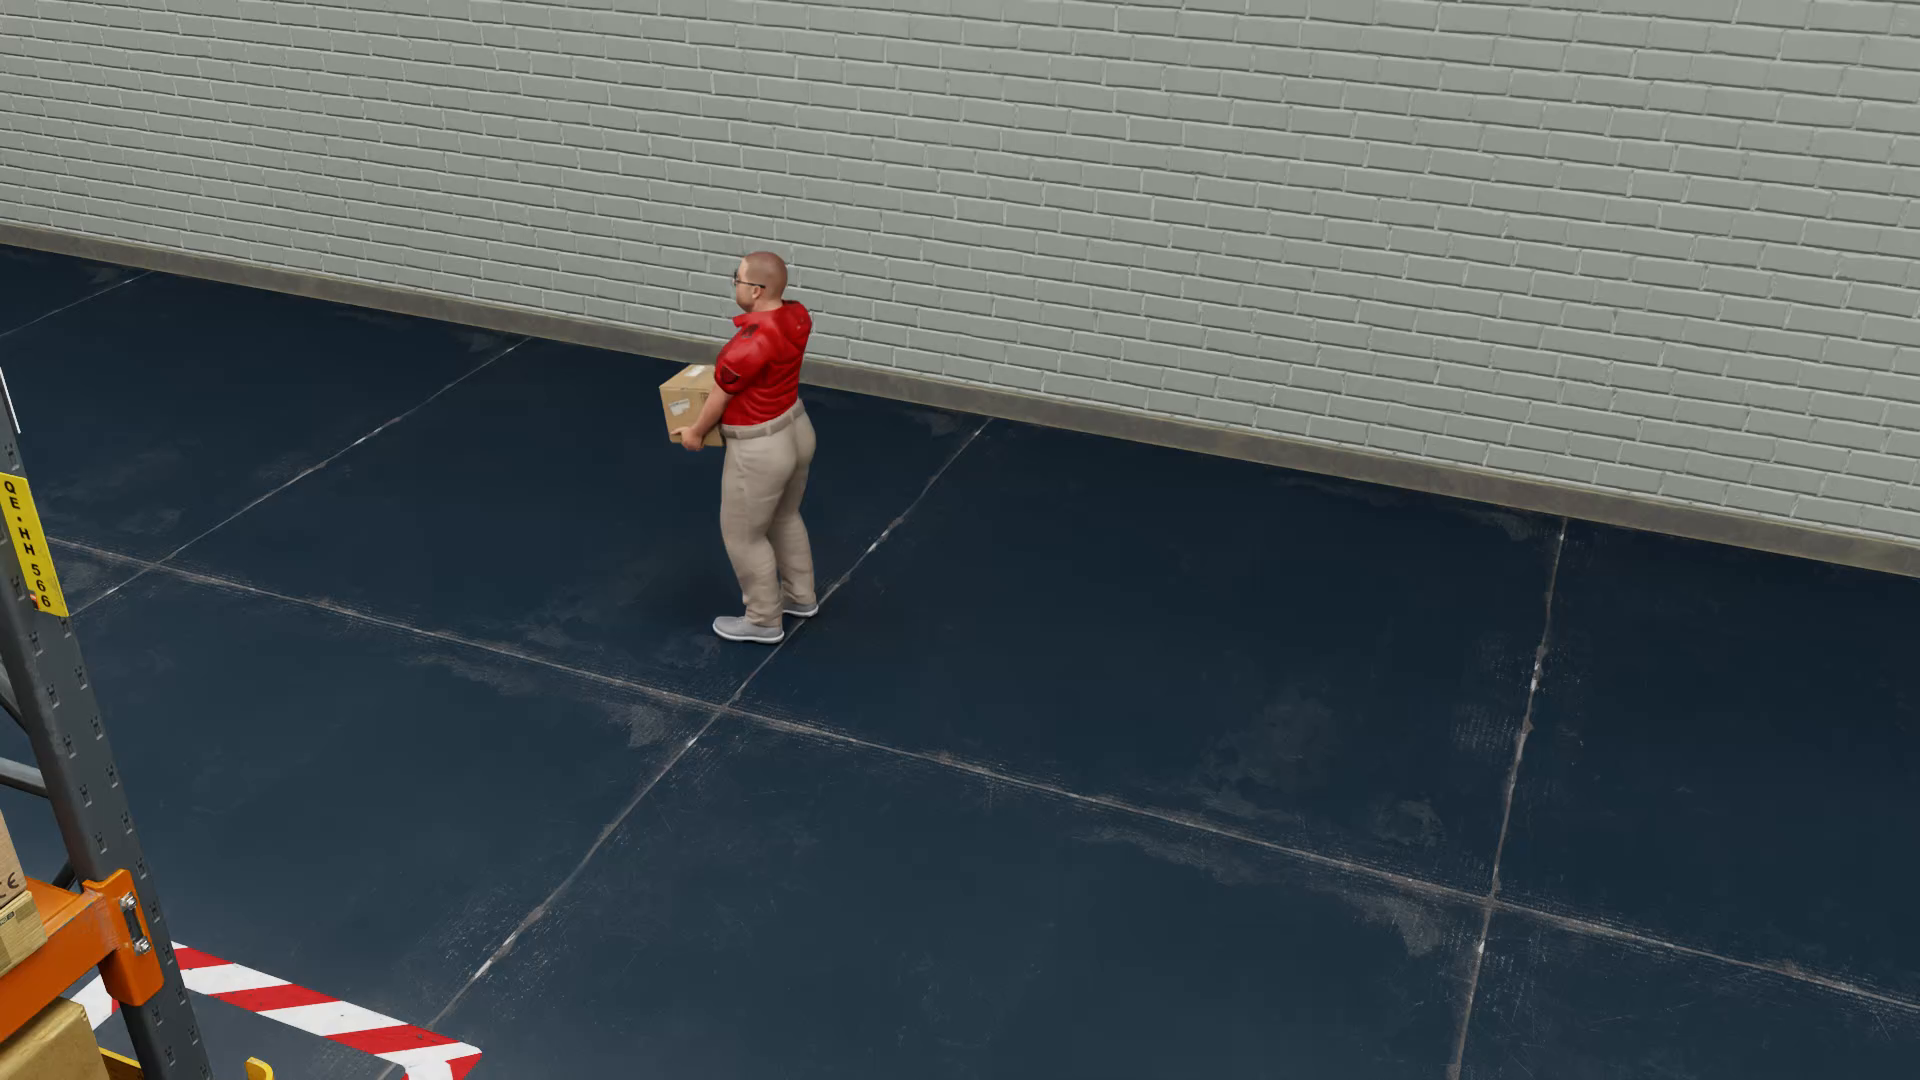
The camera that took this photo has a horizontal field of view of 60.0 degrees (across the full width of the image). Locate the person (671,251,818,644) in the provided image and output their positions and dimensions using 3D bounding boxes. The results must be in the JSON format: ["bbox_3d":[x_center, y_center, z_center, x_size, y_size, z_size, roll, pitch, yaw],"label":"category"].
[{"bbox_3d":[-0.888,-0.383,6.835,0.538,1.719,0.493,12,32,20],"label":"person"}]
